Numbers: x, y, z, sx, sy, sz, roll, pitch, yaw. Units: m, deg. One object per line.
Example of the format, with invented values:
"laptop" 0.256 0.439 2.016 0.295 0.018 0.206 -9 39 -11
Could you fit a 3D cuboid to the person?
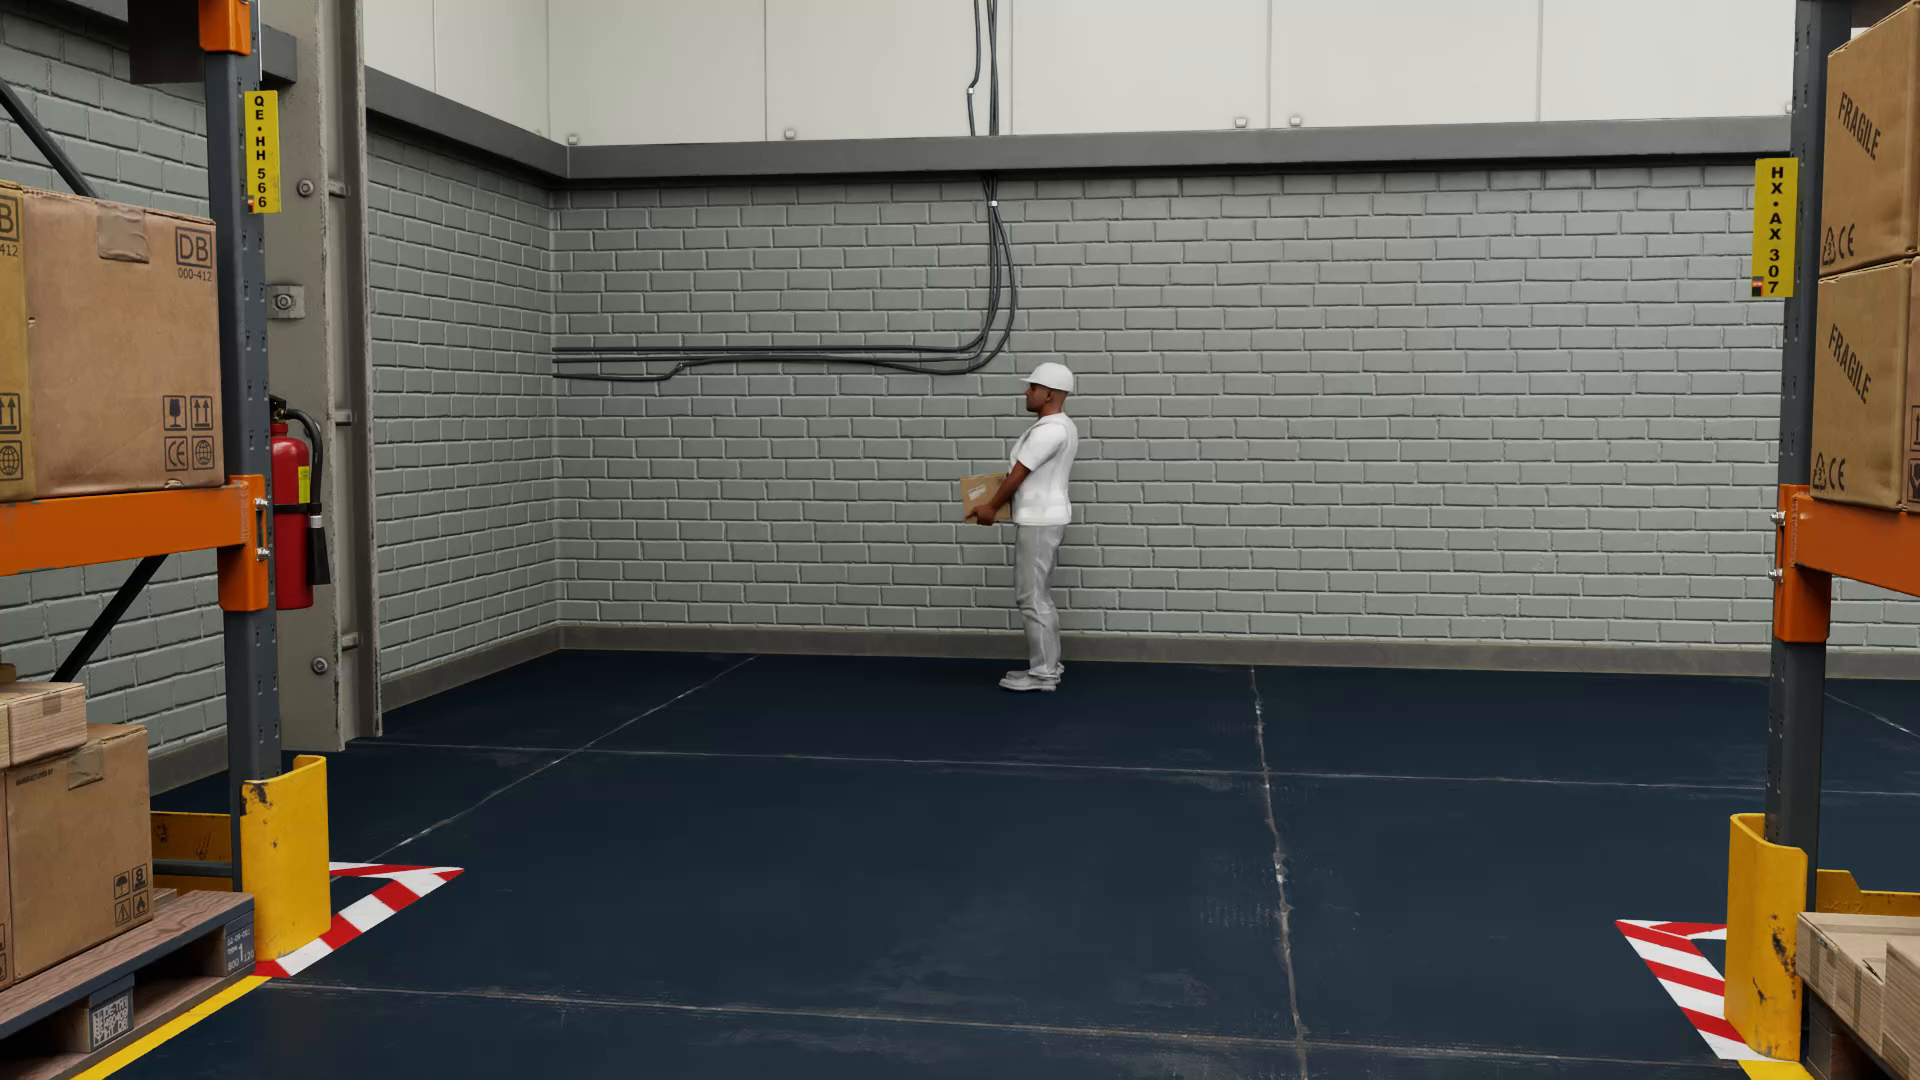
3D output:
"person" 0.338 -0.075 8.999 0.577 1.760 0.503 1 5 10
